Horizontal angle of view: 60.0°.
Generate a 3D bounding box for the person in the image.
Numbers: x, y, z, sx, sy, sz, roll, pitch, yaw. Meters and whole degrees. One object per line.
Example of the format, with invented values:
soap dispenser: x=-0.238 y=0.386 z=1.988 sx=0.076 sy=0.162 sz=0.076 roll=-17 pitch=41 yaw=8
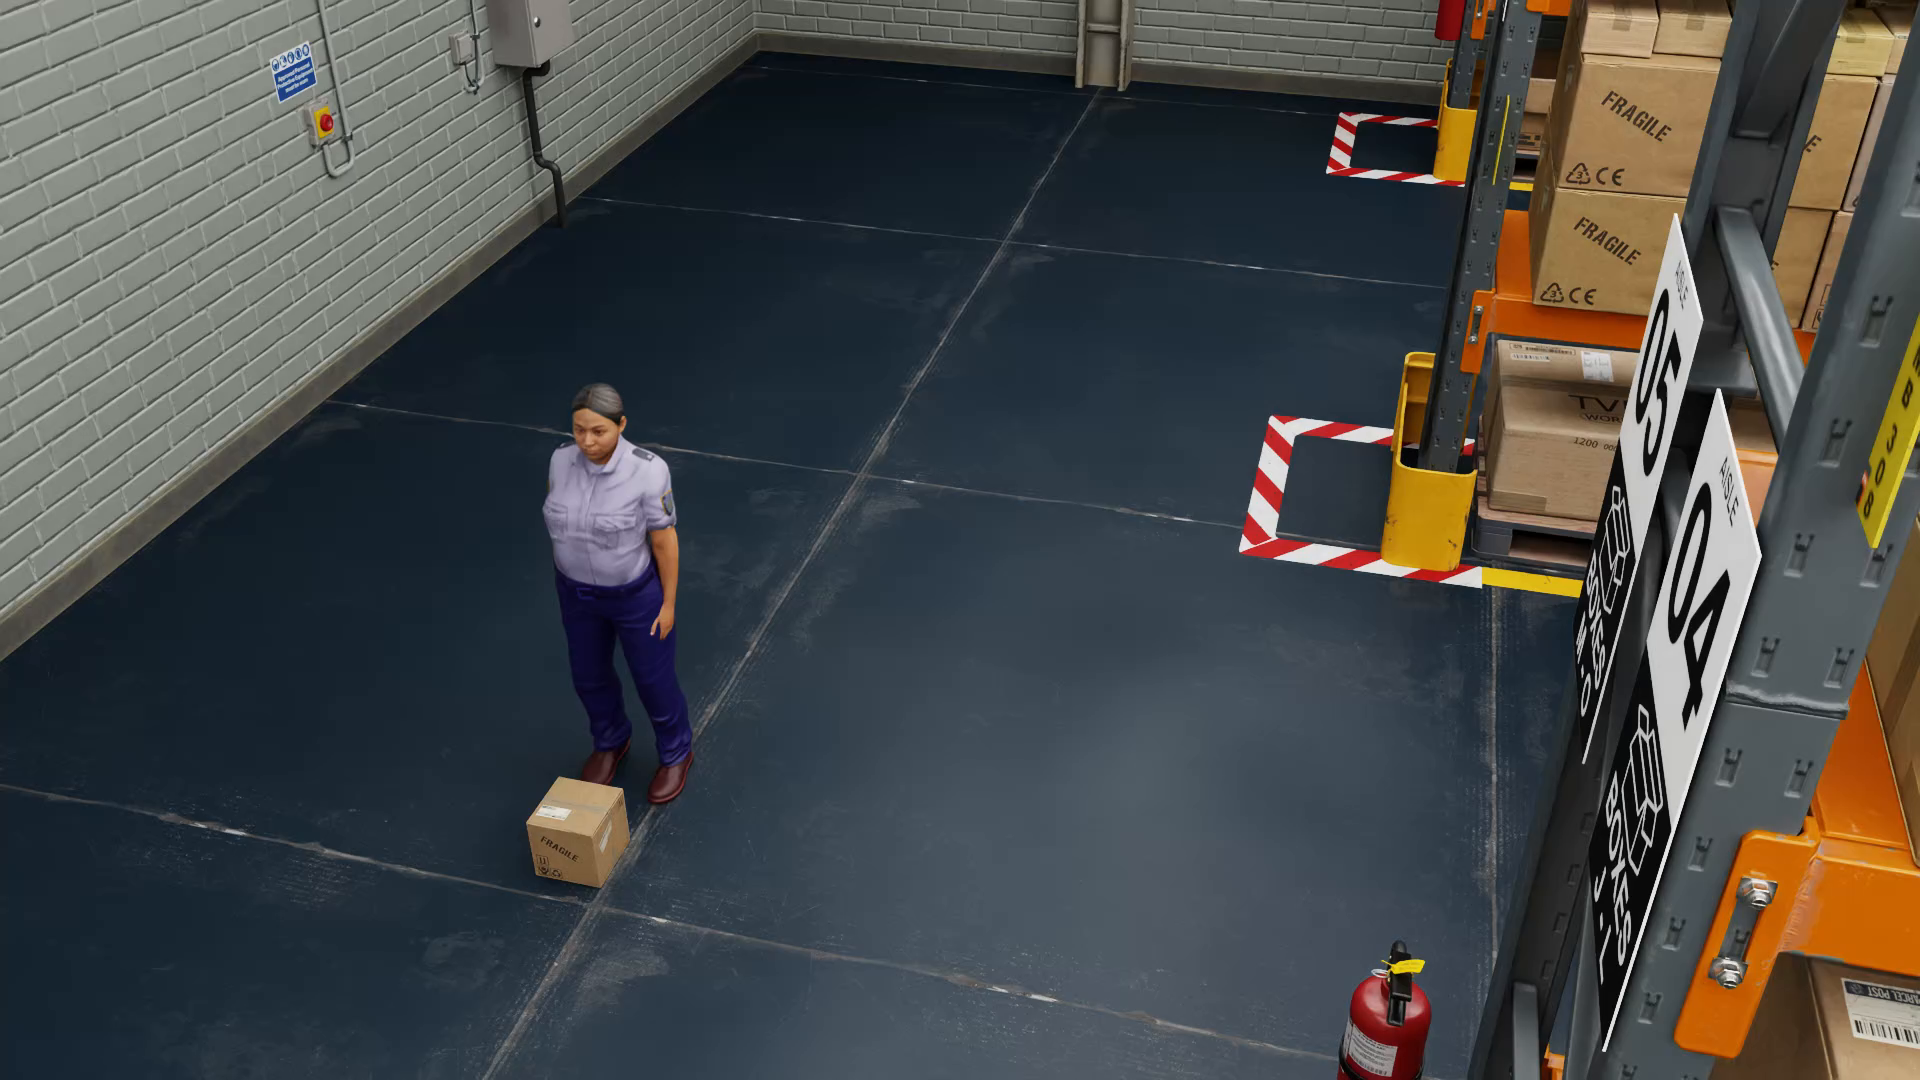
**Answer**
person: x=-1.200 y=0.206 z=5.855 sx=0.467 sy=1.632 sz=0.342 roll=9 pitch=34 yaw=13
